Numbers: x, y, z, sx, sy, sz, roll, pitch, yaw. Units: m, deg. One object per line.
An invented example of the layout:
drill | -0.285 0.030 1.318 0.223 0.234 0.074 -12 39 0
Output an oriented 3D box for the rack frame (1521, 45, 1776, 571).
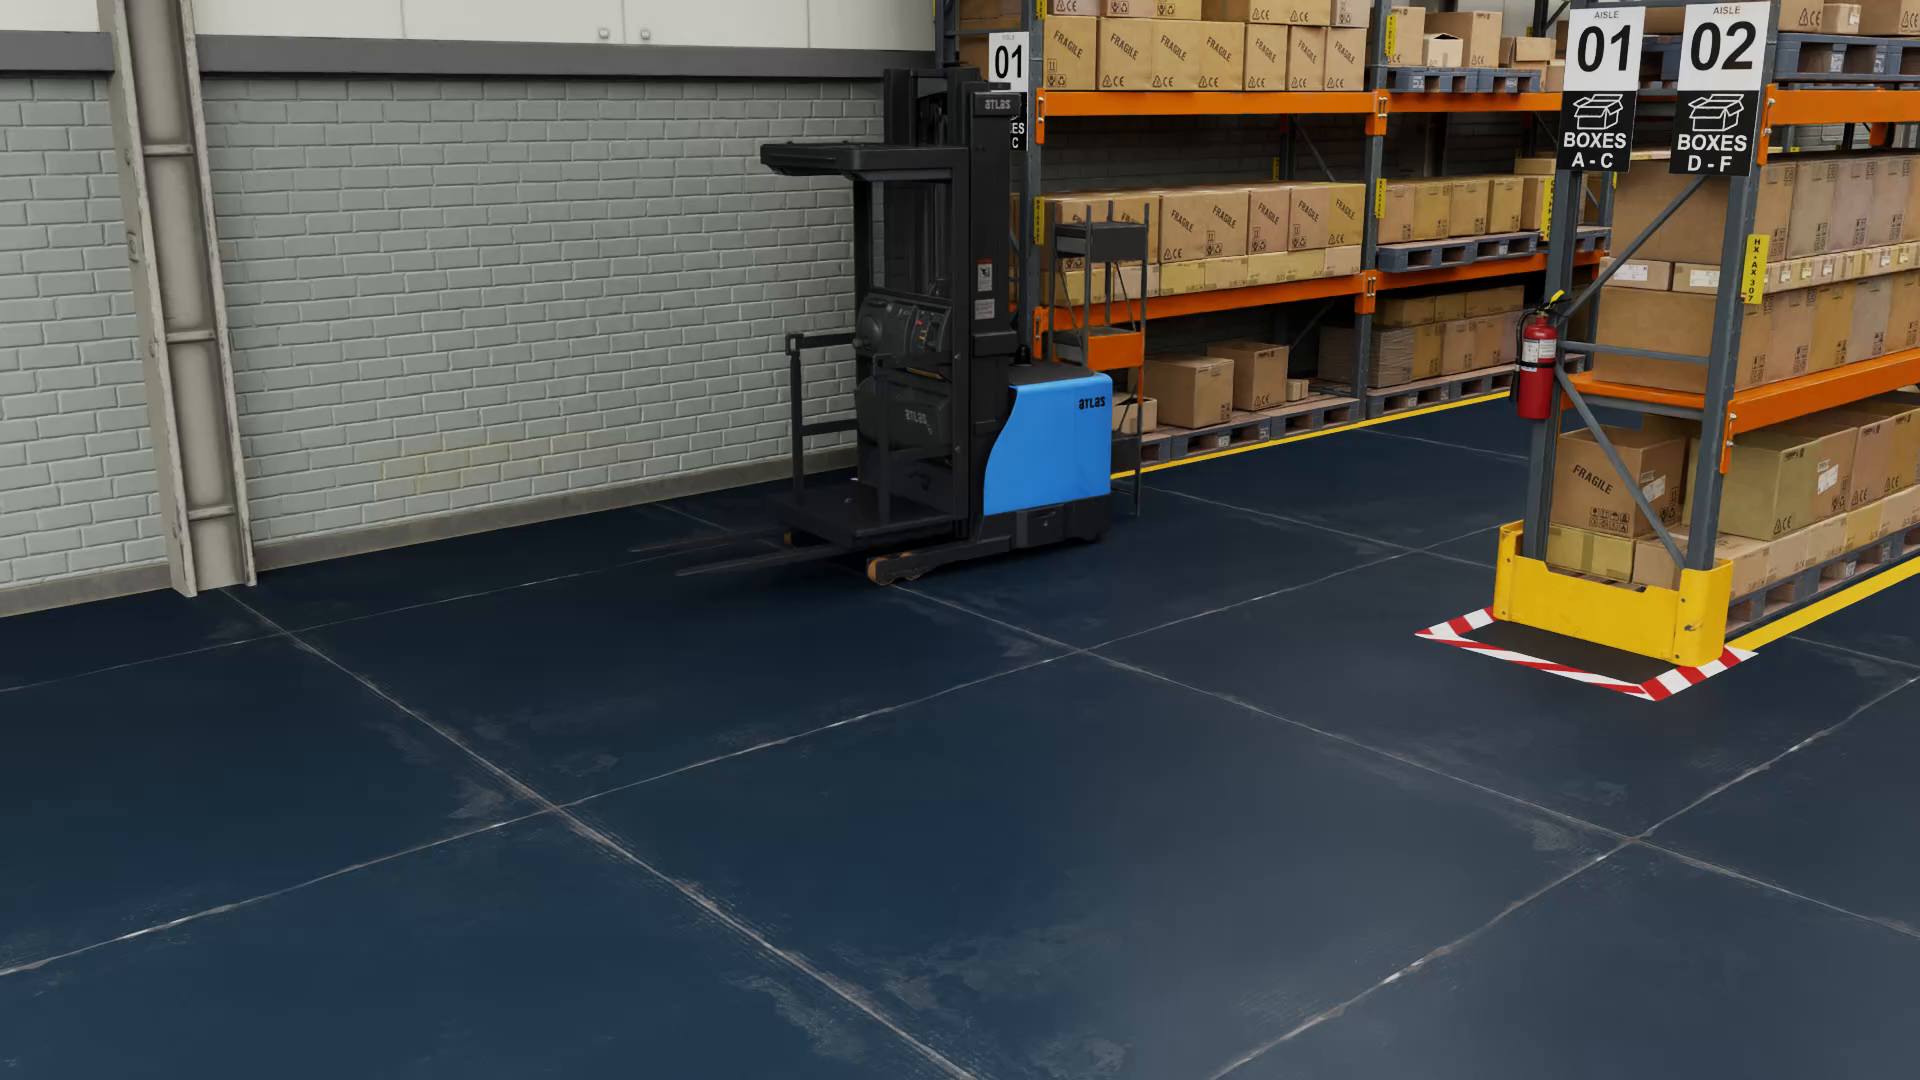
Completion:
rack frame | 3.446 -0.950 8.493 0.127 3.000 1.000 -13 19 -39

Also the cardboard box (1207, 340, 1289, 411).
cardboard box | 2.452 -1.412 14.216 0.500 0.500 0.500 14 21 43

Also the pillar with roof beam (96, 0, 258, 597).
pillar with roof beam | -1.549 -3.244 5.458 0.400 9.000 9.100 -13 19 -39

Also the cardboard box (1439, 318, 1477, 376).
cardboard box | 4.521 -1.900 16.041 0.500 0.500 0.700 -12 19 -39

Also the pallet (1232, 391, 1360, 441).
pallet | 2.725 -1.123 14.546 1.213 0.211 1.003 -13 19 -39

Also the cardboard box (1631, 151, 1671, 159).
cardboard box | 7.143 -3.950 17.465 0.500 0.250 0.500 -13 20 -40

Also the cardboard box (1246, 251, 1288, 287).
cardboard box | 2.300 -2.218 13.493 0.500 0.250 0.500 -13 20 -40

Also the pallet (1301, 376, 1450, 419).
pallet | 3.795 -1.376 15.492 1.213 0.211 1.003 -13 19 -39

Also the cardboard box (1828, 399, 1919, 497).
cardboard box | 5.497 -0.575 10.151 0.500 0.500 0.500 -13 19 -39

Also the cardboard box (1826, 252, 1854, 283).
cardboard box | 4.661 -1.511 9.144 0.250 0.149 0.380 -14 20 -41

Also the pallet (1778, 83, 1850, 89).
pallet | 9.868 -5.489 19.847 1.213 0.211 1.003 -13 19 -39

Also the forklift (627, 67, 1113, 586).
forklift | -0.514 -1.303 9.948 3.031 2.935 1.130 -10 18 -34

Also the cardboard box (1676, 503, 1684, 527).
cardboard box | 4.026 -0.059 9.675 0.500 0.250 0.500 -13 19 -39

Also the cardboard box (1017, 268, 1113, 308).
cardboard box | 0.768 -1.871 12.195 0.500 0.250 0.500 -13 20 -41

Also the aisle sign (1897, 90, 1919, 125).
aisle sign | 12.512 -5.834 21.739 0.004 0.787 0.394 -13 19 -39

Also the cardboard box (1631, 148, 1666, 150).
cardboard box | 7.564 -4.220 18.472 0.500 0.250 0.500 -13 20 -41

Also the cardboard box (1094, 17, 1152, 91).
cardboard box | 1.036 -3.513 12.043 0.500 0.500 0.500 -11 19 -36

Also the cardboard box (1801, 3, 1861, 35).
cardboard box | 4.449 -2.713 8.683 0.250 0.149 0.380 -13 19 -39

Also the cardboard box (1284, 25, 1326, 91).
cardboard box | 2.600 -3.881 13.423 0.500 0.500 0.500 14 20 42

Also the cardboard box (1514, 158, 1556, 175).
cardboard box | 5.753 -3.721 16.565 0.380 0.149 0.250 12 19 38

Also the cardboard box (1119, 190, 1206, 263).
cardboard box | 1.522 -2.403 12.734 0.500 0.500 0.500 -13 20 -41

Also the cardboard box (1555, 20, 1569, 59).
cardboard box | 6.547 -5.070 17.061 0.700 0.500 0.500 14 21 43

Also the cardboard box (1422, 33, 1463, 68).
cardboard box | 4.138 -4.381 14.887 0.500 0.311 0.500 -12 19 -38

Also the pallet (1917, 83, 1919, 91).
pallet | 7.120 -3.136 11.236 1.217 0.209 0.805 -14 20 -42

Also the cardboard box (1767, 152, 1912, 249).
cardboard box | 4.997 -1.971 9.608 0.500 0.500 0.700 -13 19 -39

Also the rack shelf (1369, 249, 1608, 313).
rack shelf | 4.717 -2.582 15.999 4.000 0.370 1.077 -13 19 -39

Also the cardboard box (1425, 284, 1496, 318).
cardboard box | 4.861 -2.331 16.203 0.500 0.250 0.500 -13 20 -40

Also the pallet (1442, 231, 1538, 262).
pallet | 4.760 -2.833 15.914 1.213 0.211 1.003 -13 19 -39

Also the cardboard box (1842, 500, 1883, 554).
cardboard box | 5.129 -0.125 9.921 0.500 0.250 0.500 -13 19 -39

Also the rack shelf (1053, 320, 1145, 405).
rack shelf | 0.907 -1.168 11.099 0.480 0.518 0.431 -10 18 -34

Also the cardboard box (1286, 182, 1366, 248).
cardboard box | 3.055 -2.750 14.032 0.500 0.500 0.500 -13 20 -39

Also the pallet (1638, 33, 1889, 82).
pallet | 3.996 -2.471 8.546 1.213 0.211 1.003 -13 19 -39

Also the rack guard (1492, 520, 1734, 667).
rack guard | 3.428 0.262 8.800 0.348 0.500 1.175 -13 19 -39

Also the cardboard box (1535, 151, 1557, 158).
cardboard box | 6.398 -3.960 17.500 0.500 0.250 0.500 -12 19 -38

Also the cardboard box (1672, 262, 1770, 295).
cardboard box | 3.883 -1.336 8.488 0.250 0.149 0.380 -13 20 -40

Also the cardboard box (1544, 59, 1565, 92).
cardboard box | 5.860 -4.510 16.143 0.500 0.311 0.500 -13 19 -39

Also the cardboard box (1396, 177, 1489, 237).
cardboard box | 4.517 -3.142 15.655 0.500 0.500 0.700 -10 18 -32

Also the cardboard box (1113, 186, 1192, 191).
cardboard box | 1.560 -2.591 13.437 0.500 0.500 0.500 -12 19 -39

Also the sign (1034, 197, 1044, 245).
sign | 0.547 -2.226 11.594 0.005 0.325 0.100 -13 19 -39

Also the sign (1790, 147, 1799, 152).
sign | 9.607 -4.363 19.183 0.005 0.325 0.100 -13 19 -39

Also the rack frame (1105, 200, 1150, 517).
rack frame | 1.107 -1.216 11.232 0.015 2.100 0.400 -10 18 -34

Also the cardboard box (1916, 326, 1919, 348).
cardboard box | 5.739 -1.509 10.391 0.500 0.500 0.700 -13 20 -40

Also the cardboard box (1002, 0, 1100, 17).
cardboard box | 0.641 -3.922 11.636 0.500 0.500 0.500 14 21 43

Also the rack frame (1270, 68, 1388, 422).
rack frame | 3.209 -2.591 14.637 0.127 3.000 1.000 -13 19 -39

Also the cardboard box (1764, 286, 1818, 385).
cardboard box | 4.199 -1.164 9.103 0.500 0.500 0.700 -12 19 -38

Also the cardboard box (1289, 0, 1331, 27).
cardboard box | 2.600 -4.348 13.233 0.500 0.500 0.500 -11 19 -36

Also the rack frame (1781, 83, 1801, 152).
rack frame | 9.244 -3.946 19.711 0.127 3.000 1.000 -13 19 -39

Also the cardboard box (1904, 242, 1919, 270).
cardboard box | 5.440 -1.686 9.800 0.250 0.149 0.380 -12 19 -38

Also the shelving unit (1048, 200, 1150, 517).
shelving unit | 0.907 -1.181 11.096 0.503 2.100 0.431 -10 18 -34

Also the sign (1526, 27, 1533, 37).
sign | 5.868 -5.115 17.120 0.005 0.325 0.100 -13 19 -39
